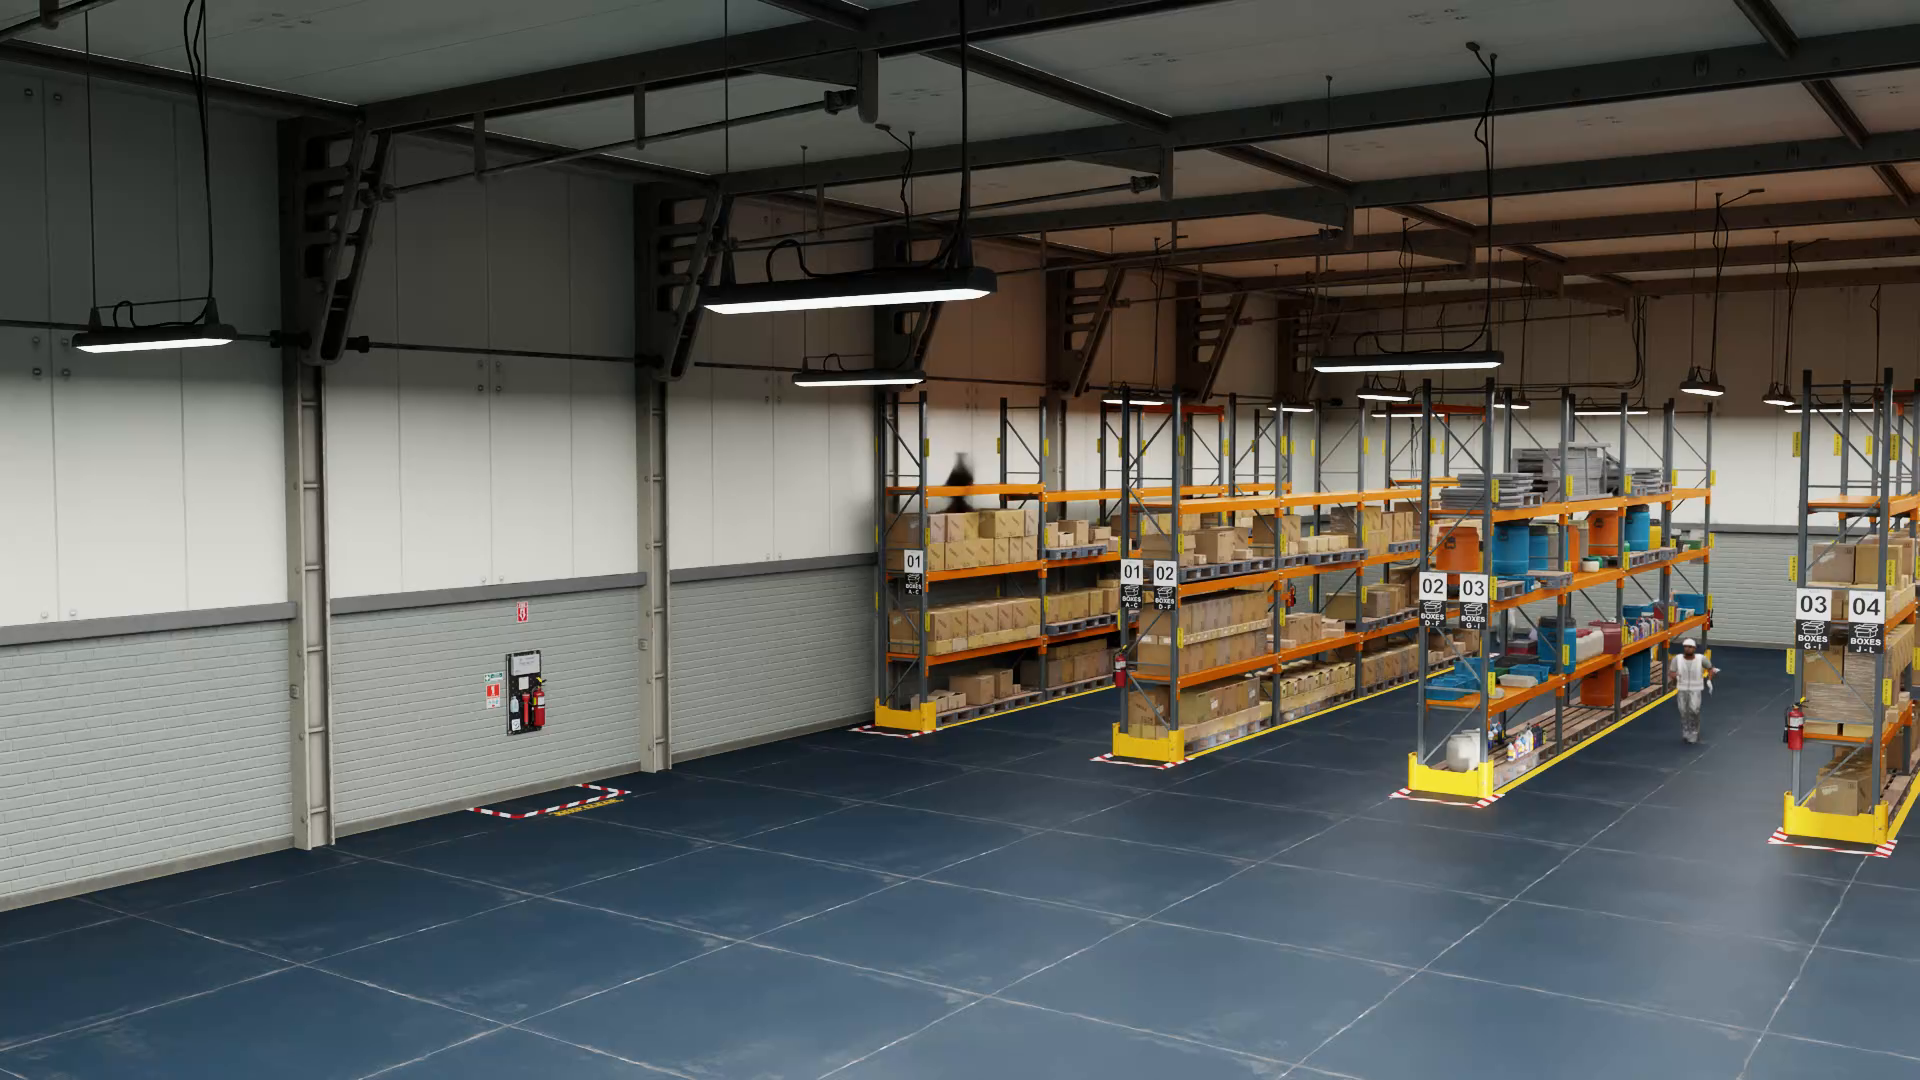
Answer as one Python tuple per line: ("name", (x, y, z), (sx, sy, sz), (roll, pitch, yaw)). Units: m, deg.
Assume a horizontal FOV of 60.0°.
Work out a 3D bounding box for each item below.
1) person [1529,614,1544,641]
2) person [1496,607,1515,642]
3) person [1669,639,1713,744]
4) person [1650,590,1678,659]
("person", (11.783, 2.335, 33.768), (0.522, 1.667, 0.811), (2, 4, 34))
("person", (13.757, 1.859, 41.870), (0.742, 1.769, 0.949), (0, 3, -2))
("person", (12.336, 2.555, 28.101), (0.670, 1.783, 0.790), (2, 4, 30))
("person", (16.678, 1.997, 39.280), (0.875, 1.664, 0.757), (0, 3, -5))
